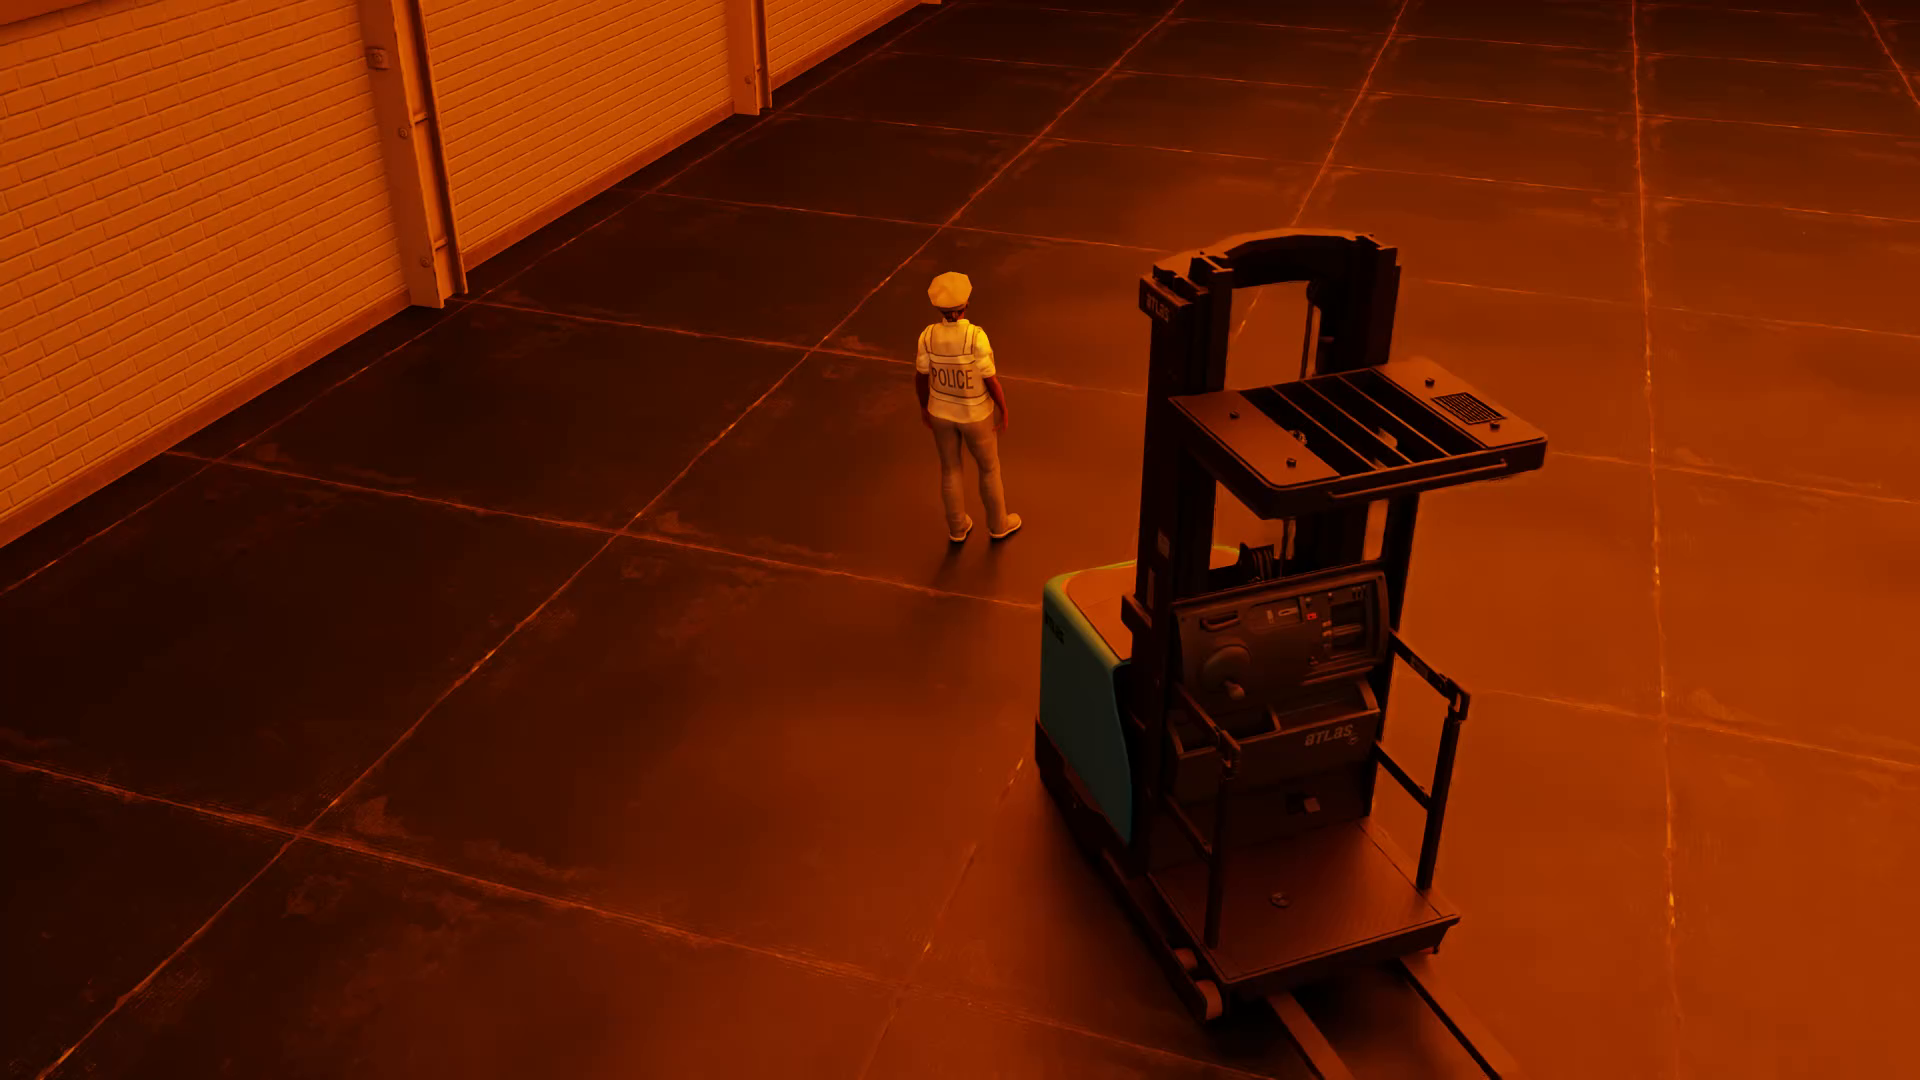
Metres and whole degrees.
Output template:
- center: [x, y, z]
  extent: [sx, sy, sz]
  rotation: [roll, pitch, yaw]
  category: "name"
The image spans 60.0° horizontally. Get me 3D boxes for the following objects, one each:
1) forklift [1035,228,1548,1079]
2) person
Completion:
- center: [1.357, 0.428, 6.385]
  extent: [1.130, 2.935, 3.031]
  rotation: [-11, 31, -18]
  category: "forklift"
- center: [0.043, -0.772, 9.730]
  extent: [0.570, 1.691, 0.530]
  rotation: [10, 31, 16]
  category: "person"
